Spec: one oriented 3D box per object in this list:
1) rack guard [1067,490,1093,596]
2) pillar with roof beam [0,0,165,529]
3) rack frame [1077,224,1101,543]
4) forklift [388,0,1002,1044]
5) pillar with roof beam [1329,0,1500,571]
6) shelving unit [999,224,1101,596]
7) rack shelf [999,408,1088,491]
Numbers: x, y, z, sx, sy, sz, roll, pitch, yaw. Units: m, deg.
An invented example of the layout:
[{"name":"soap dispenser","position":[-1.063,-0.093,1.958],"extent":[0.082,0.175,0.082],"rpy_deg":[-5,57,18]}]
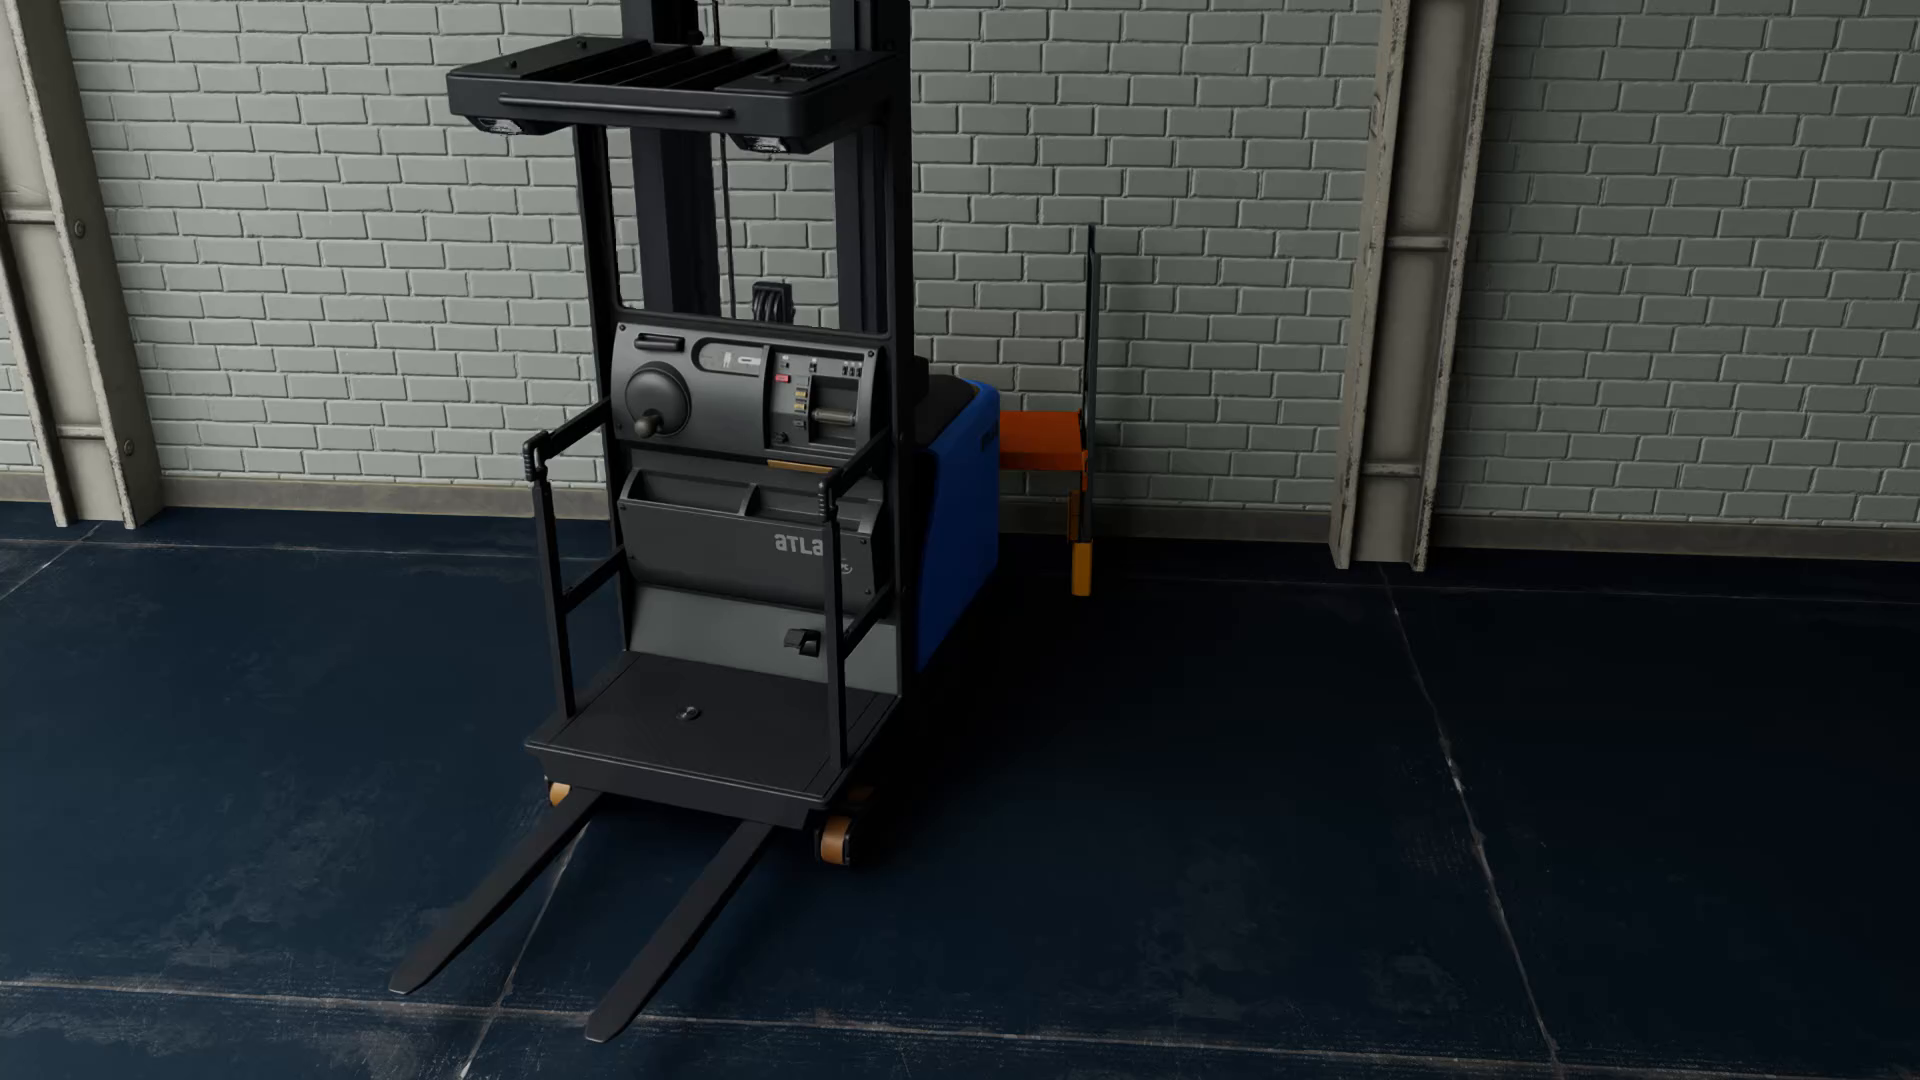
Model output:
[{"name":"rack guard","position":[0.535,0.007,7.437],"extent":[0.087,0.250,0.587],"rpy_deg":[1,25,1]},{"name":"pillar with roof beam","position":[-4.411,-2.416,2.235],"extent":[0.400,9.000,9.100],"rpy_deg":[2,25,4]},{"name":"rack frame","position":[0.554,-0.561,7.175],"extent":[0.032,1.500,0.500],"rpy_deg":[1,25,1]},{"name":"forklift","position":[-0.774,-0.456,5.236],"extent":[1.130,2.935,3.031],"rpy_deg":[8,26,17]},{"name":"pillar with roof beam","position":[1.571,-2.224,1.818],"extent":[0.400,9.000,9.100],"rpy_deg":[2,25,4]},{"name":"shelving unit","position":[0.037,-0.567,7.188],"extent":[1.083,1.500,0.587],"rpy_deg":[1,25,1]},{"name":"rack shelf","position":[0.046,-0.403,7.263],"extent":[1.000,0.185,0.538],"rpy_deg":[1,25,1]}]
